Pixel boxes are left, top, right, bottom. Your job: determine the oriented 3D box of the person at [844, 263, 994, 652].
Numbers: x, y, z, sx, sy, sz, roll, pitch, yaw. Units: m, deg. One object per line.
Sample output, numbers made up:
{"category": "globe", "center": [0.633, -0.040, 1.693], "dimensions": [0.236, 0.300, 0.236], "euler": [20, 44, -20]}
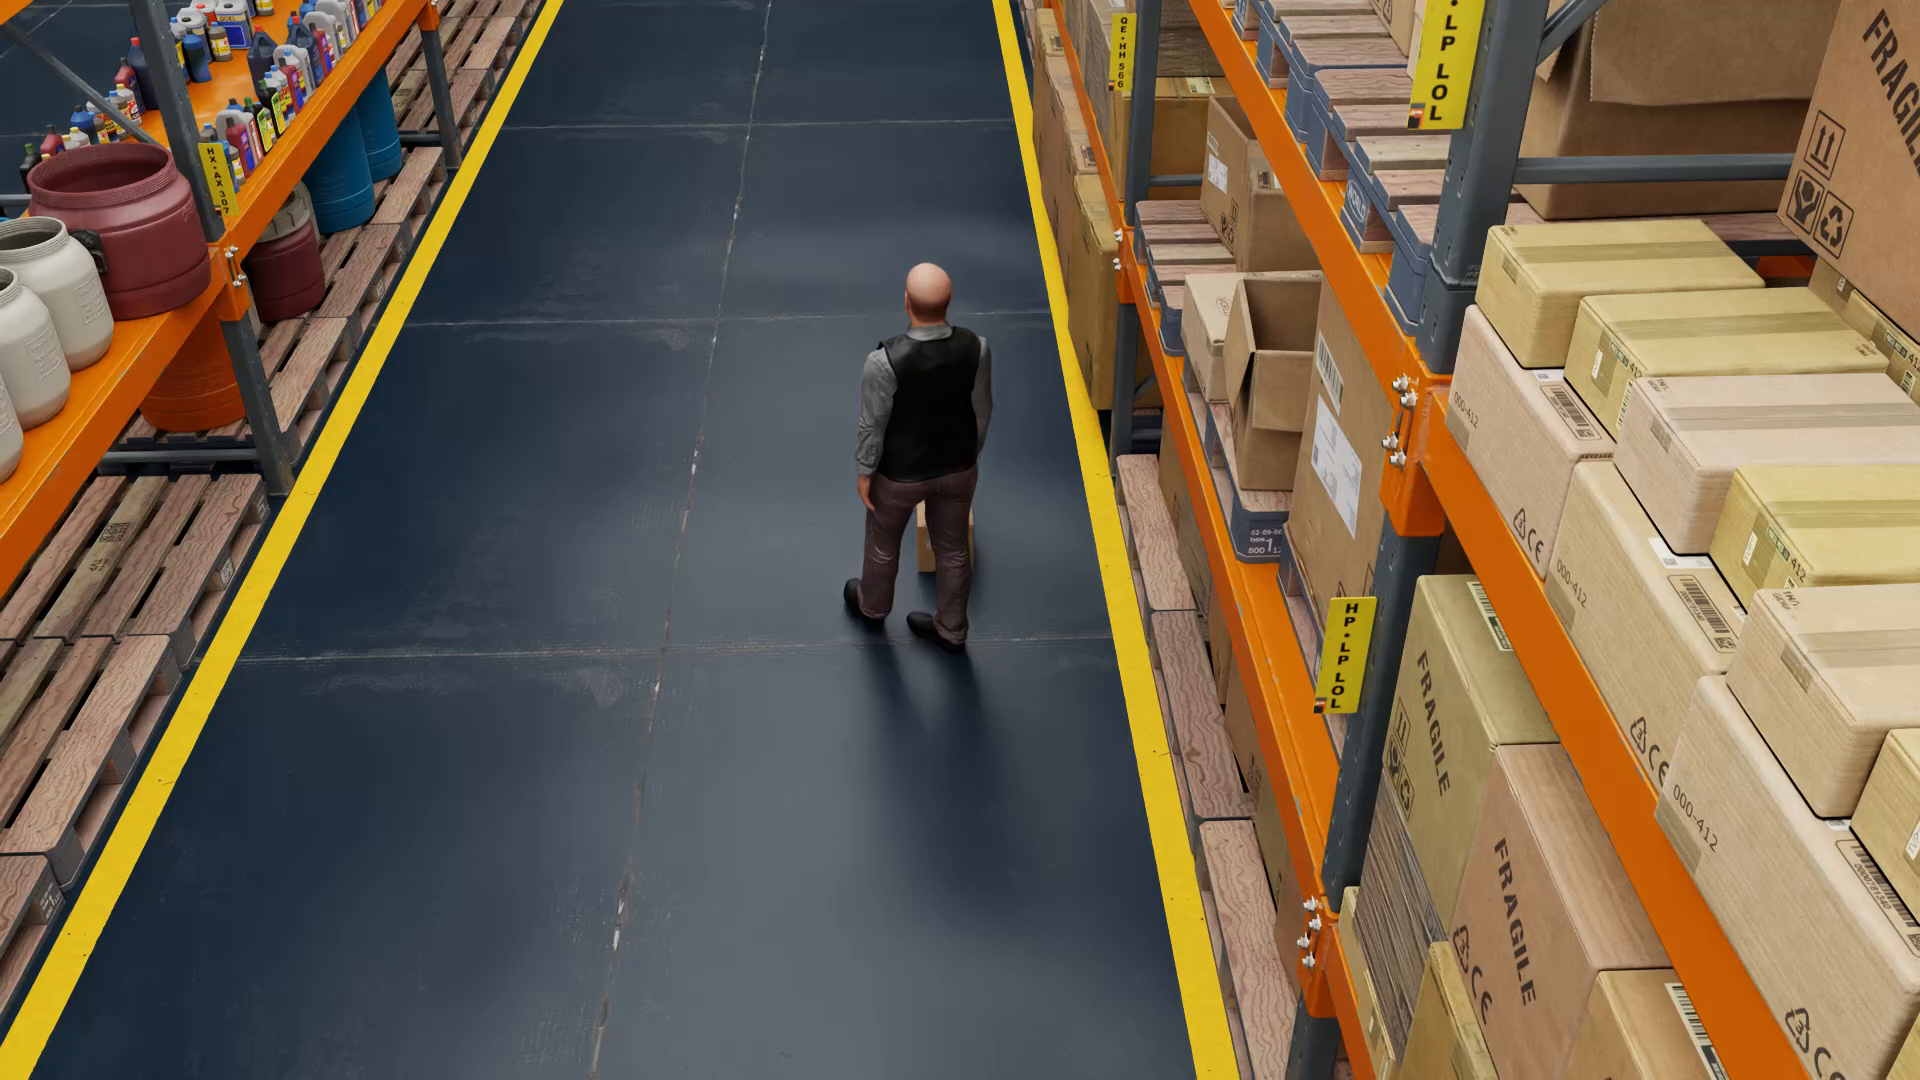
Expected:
{"category": "person", "center": [-0.194, -0.355, 6.665], "dimensions": [0.564, 1.723, 0.605], "euler": [-12, 37, -17]}
